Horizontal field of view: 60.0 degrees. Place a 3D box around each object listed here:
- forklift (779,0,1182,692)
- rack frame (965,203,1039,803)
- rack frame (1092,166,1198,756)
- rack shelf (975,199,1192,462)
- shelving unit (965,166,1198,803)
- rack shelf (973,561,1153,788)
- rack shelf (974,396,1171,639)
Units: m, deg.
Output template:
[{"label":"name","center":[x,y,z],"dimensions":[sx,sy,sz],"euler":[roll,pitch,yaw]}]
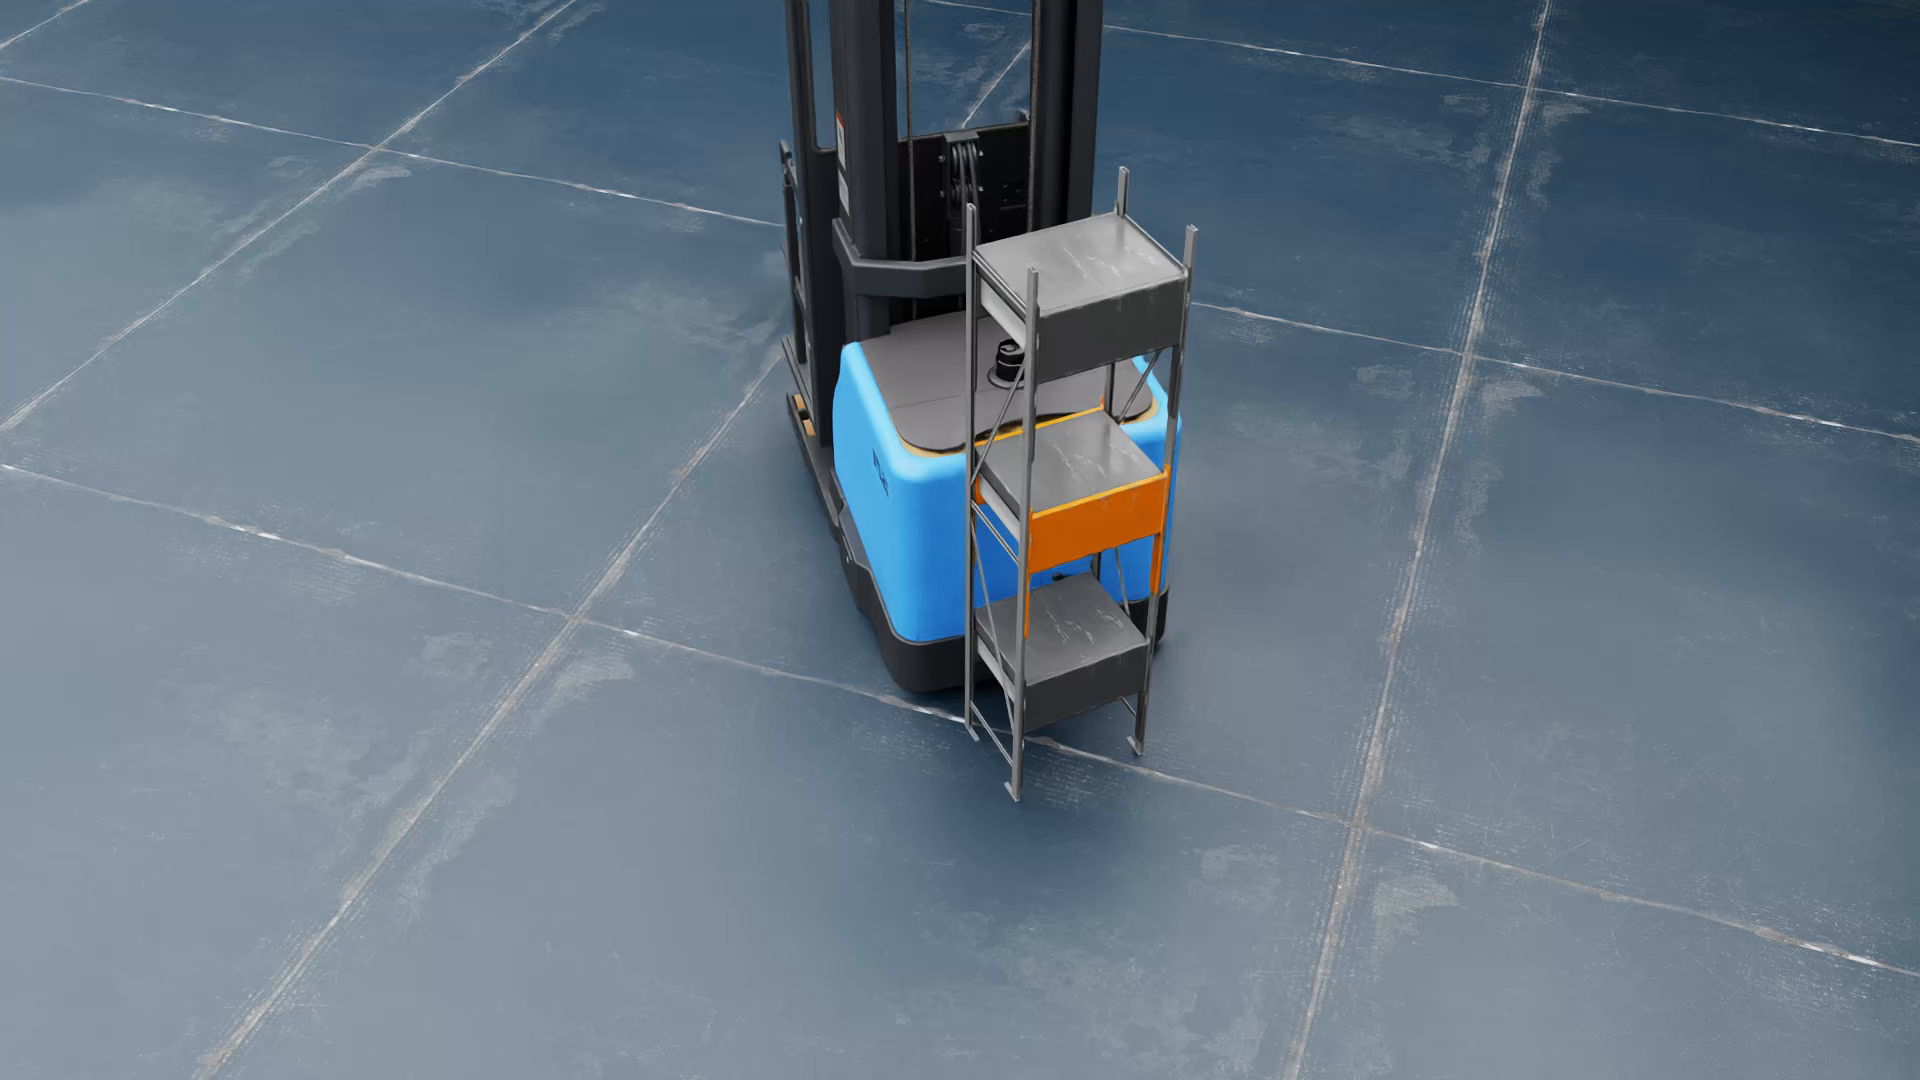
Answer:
[{"label":"forklift","center":[-0.128,-1.533,6.288],"dimensions":[1.130,2.935,3.031],"euler":[-11,42,-12]},{"label":"rack frame","center":[0.111,-0.017,5.152],"dimensions":[0.015,2.100,0.400],"euler":[-17,43,-19]},{"label":"rack frame","center":[0.550,-0.155,5.314],"dimensions":[0.015,2.100,0.400],"euler":[-17,43,-19]},{"label":"rack shelf","center":[0.331,-0.608,4.787],"dimensions":[0.480,0.518,0.431],"euler":[-17,43,-19]},{"label":"shelving unit","center":[0.331,-0.086,5.233],"dimensions":[0.503,2.100,0.431],"euler":[-17,43,-19]},{"label":"rack shelf","center":[0.331,0.457,5.696],"dimensions":[0.480,0.518,0.431],"euler":[-17,43,-19]},{"label":"rack shelf","center":[0.331,-0.075,5.242],"dimensions":[0.480,0.518,0.431],"euler":[-17,43,-19]}]
